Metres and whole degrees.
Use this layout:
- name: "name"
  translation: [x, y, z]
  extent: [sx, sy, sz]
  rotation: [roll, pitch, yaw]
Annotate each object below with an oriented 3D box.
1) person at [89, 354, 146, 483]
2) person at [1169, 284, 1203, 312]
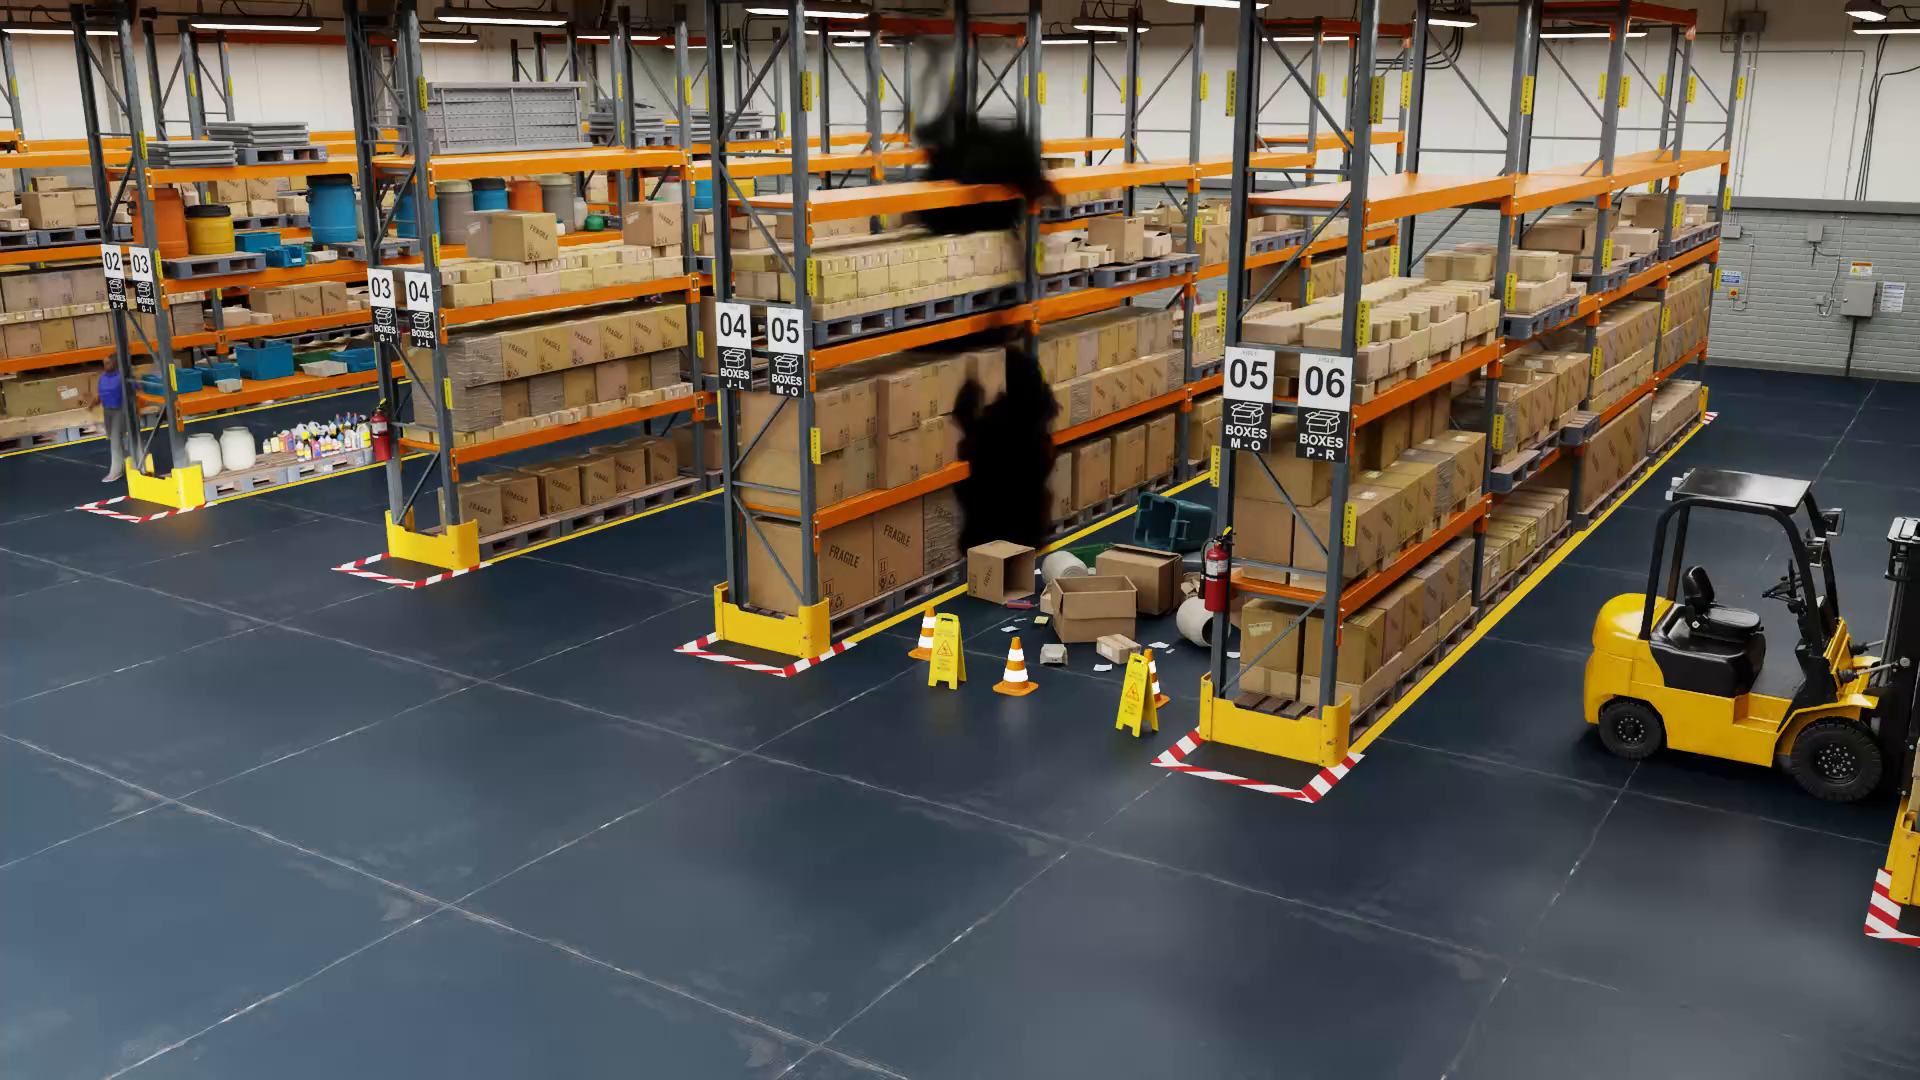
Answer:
- name: "person"
  translation: [-11.173, -1.650, 22.107]
  extent: [0.579, 1.650, 0.851]
  rotation: [5, 16, 17]
- name: "person"
  translation: [4.179, -4.062, 30.653]
  extent: [0.693, 1.687, 0.697]
  rotation: [-5, 16, -16]
